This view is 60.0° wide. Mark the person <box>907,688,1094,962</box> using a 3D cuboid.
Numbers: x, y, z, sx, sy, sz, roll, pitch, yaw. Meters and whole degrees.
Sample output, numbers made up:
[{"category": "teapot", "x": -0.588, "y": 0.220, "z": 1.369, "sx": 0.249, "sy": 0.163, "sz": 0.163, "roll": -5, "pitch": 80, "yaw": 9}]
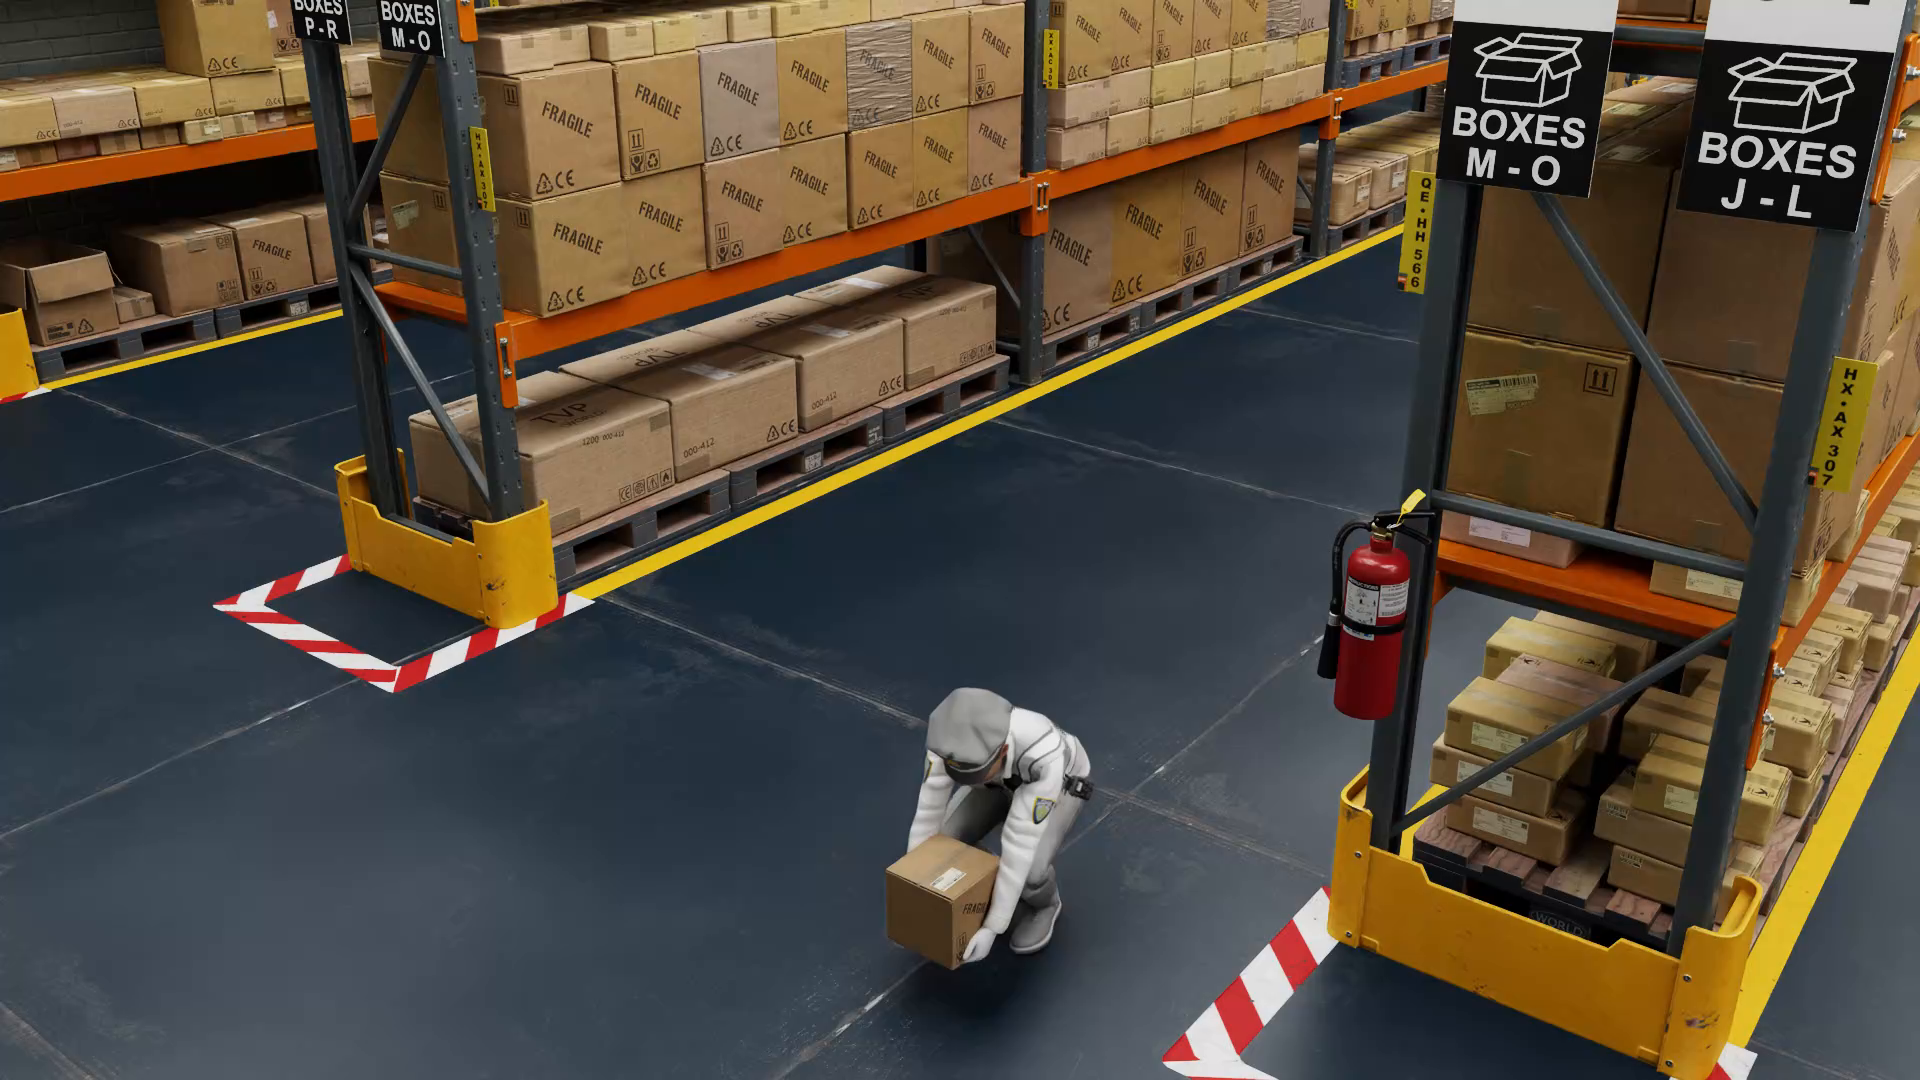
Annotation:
[{"category": "person", "x": 0.120, "y": 0.814, "z": 5.103, "sx": 0.471, "sy": 0.990, "sz": 0.828, "roll": 13, "pitch": 27, "yaw": 27}]
